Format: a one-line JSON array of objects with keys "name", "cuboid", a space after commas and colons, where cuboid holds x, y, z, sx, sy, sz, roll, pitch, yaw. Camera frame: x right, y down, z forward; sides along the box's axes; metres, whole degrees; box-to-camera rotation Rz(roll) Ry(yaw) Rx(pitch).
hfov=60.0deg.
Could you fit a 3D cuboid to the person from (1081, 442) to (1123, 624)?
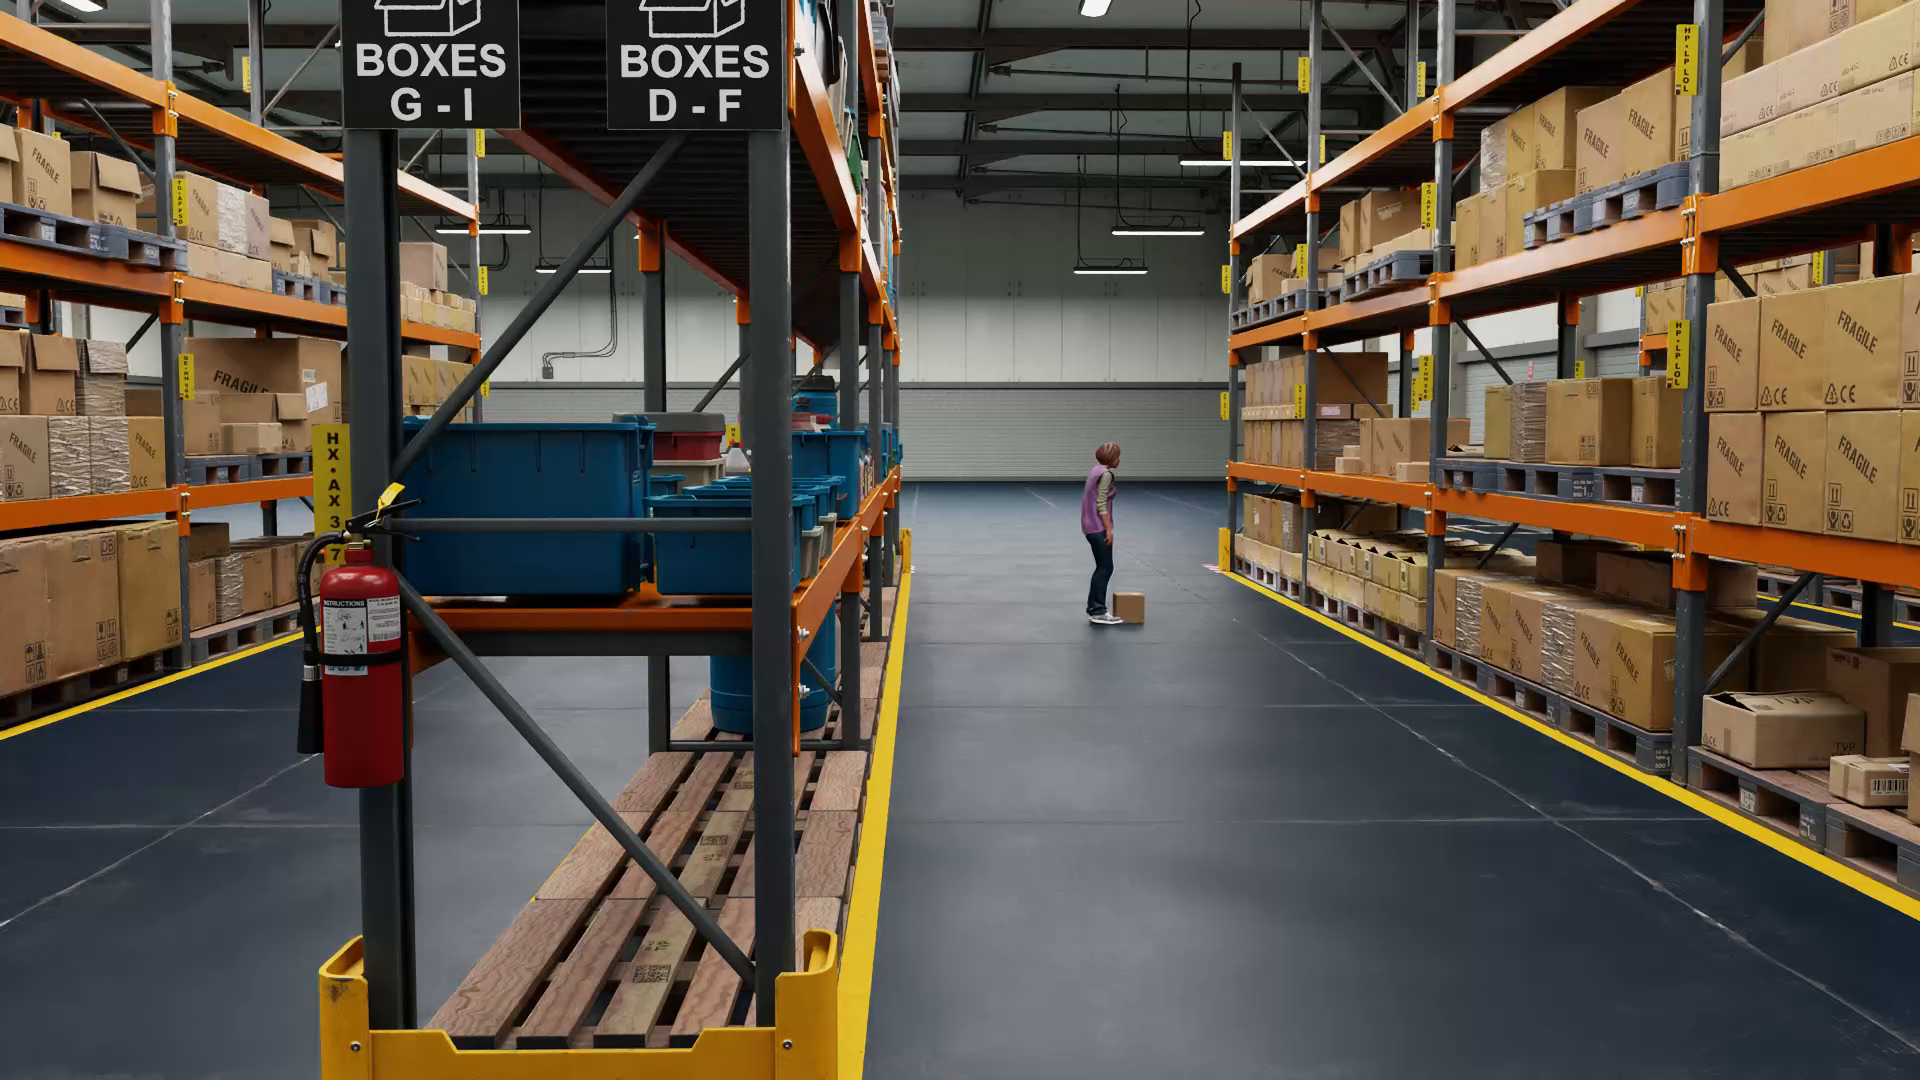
[{"name": "person", "cuboid": [1.253, -0.068, 14.724, 0.346, 1.592, 0.484, 0, 4, -5]}]
